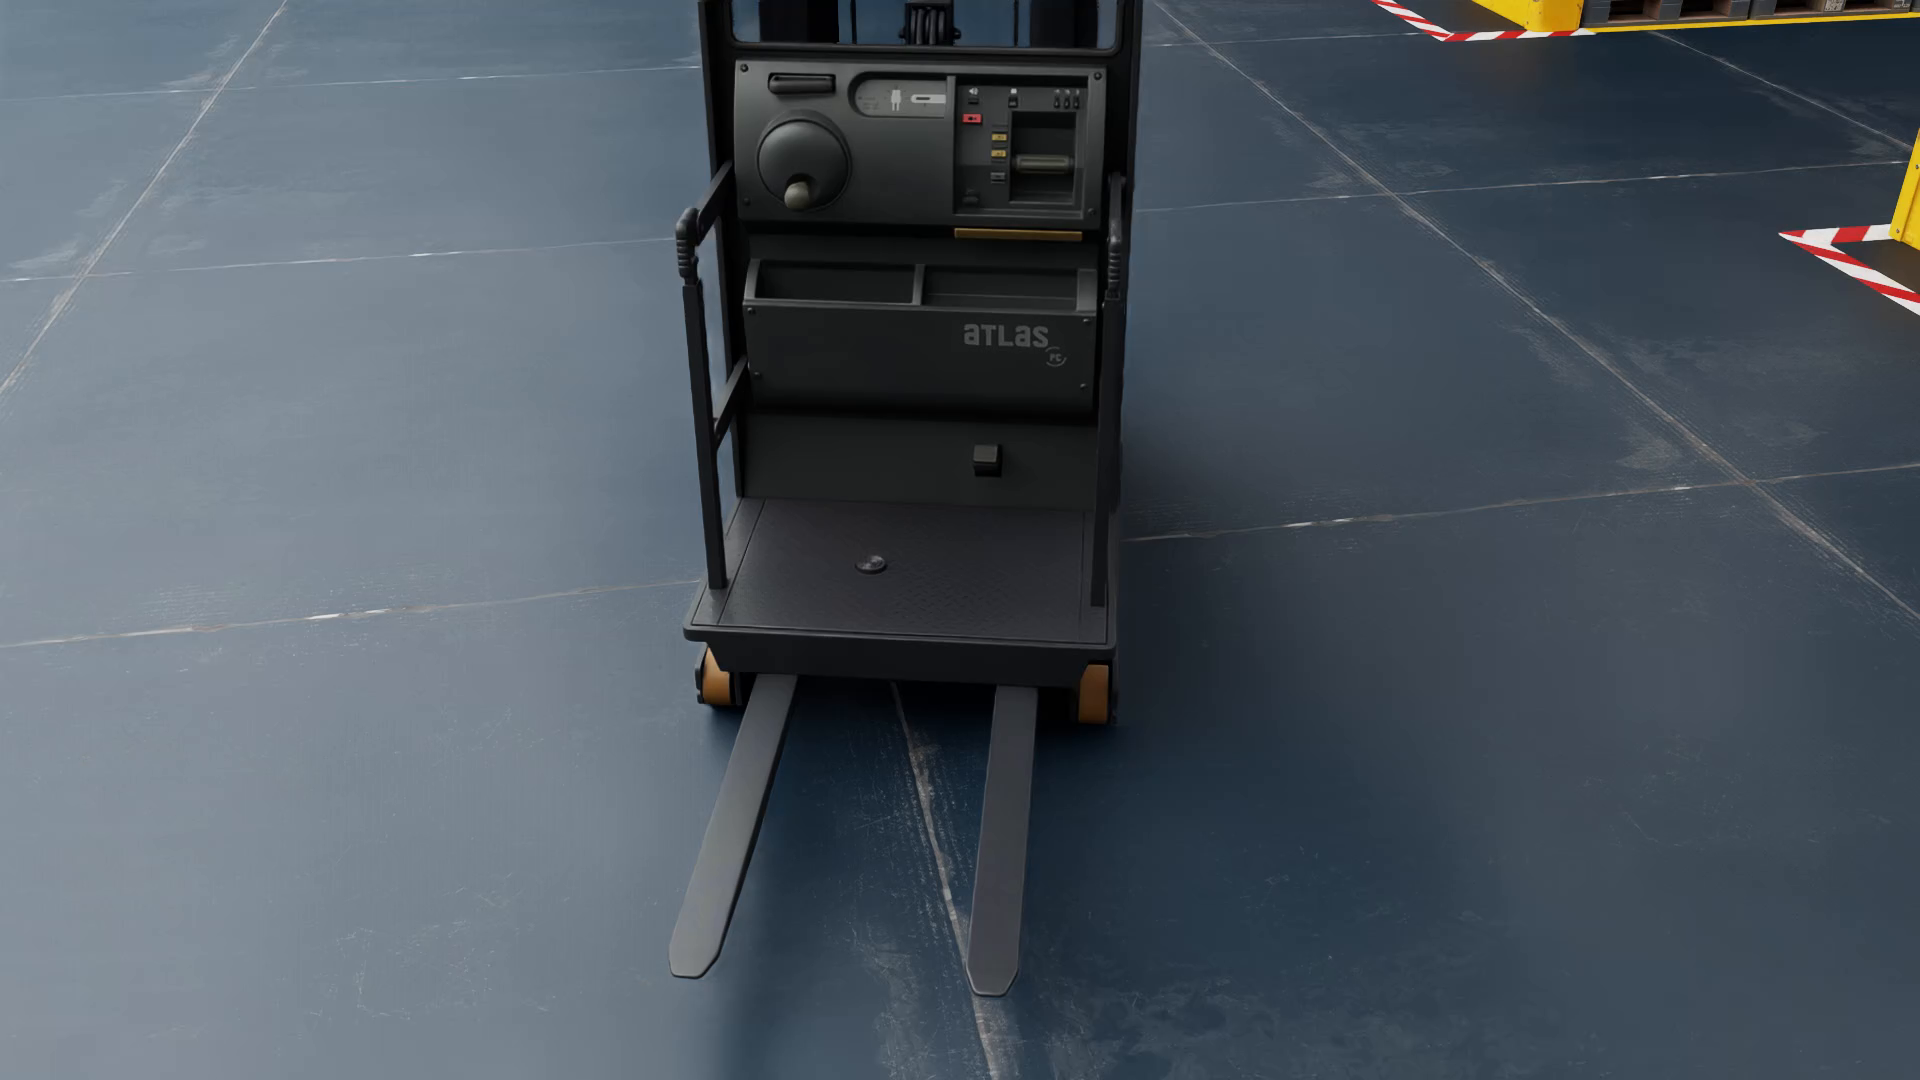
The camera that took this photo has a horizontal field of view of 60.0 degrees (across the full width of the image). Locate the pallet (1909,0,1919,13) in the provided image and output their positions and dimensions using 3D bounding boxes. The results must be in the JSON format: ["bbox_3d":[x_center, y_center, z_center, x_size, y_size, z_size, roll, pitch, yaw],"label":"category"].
[{"bbox_3d":[7.033,-4.004,11.851,1.213,0.211,1.003,-5,31,-9],"label":"pallet"}]

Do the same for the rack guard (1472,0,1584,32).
[{"bbox_3d":[3.827,-3.849,11.303,0.348,0.500,1.175,-5,31,-9],"label":"rack guard"}]

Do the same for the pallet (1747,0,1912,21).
[{"bbox_3d":[5.830,-3.891,11.659,1.213,0.211,1.003,-5,31,-9],"label":"pallet"}]

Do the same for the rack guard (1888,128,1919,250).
[{"bbox_3d":[4.523,-1.358,7.066,0.348,0.500,1.175,-5,31,-9],"label":"rack guard"}]

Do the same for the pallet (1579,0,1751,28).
[{"bbox_3d":[4.632,-3.781,11.472,1.213,0.211,1.003,-5,31,-9],"label":"pallet"}]

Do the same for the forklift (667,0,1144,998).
[{"bbox_3d":[-0.118,-0.950,3.975,1.130,2.935,3.031,2,31,4],"label":"forklift"}]
